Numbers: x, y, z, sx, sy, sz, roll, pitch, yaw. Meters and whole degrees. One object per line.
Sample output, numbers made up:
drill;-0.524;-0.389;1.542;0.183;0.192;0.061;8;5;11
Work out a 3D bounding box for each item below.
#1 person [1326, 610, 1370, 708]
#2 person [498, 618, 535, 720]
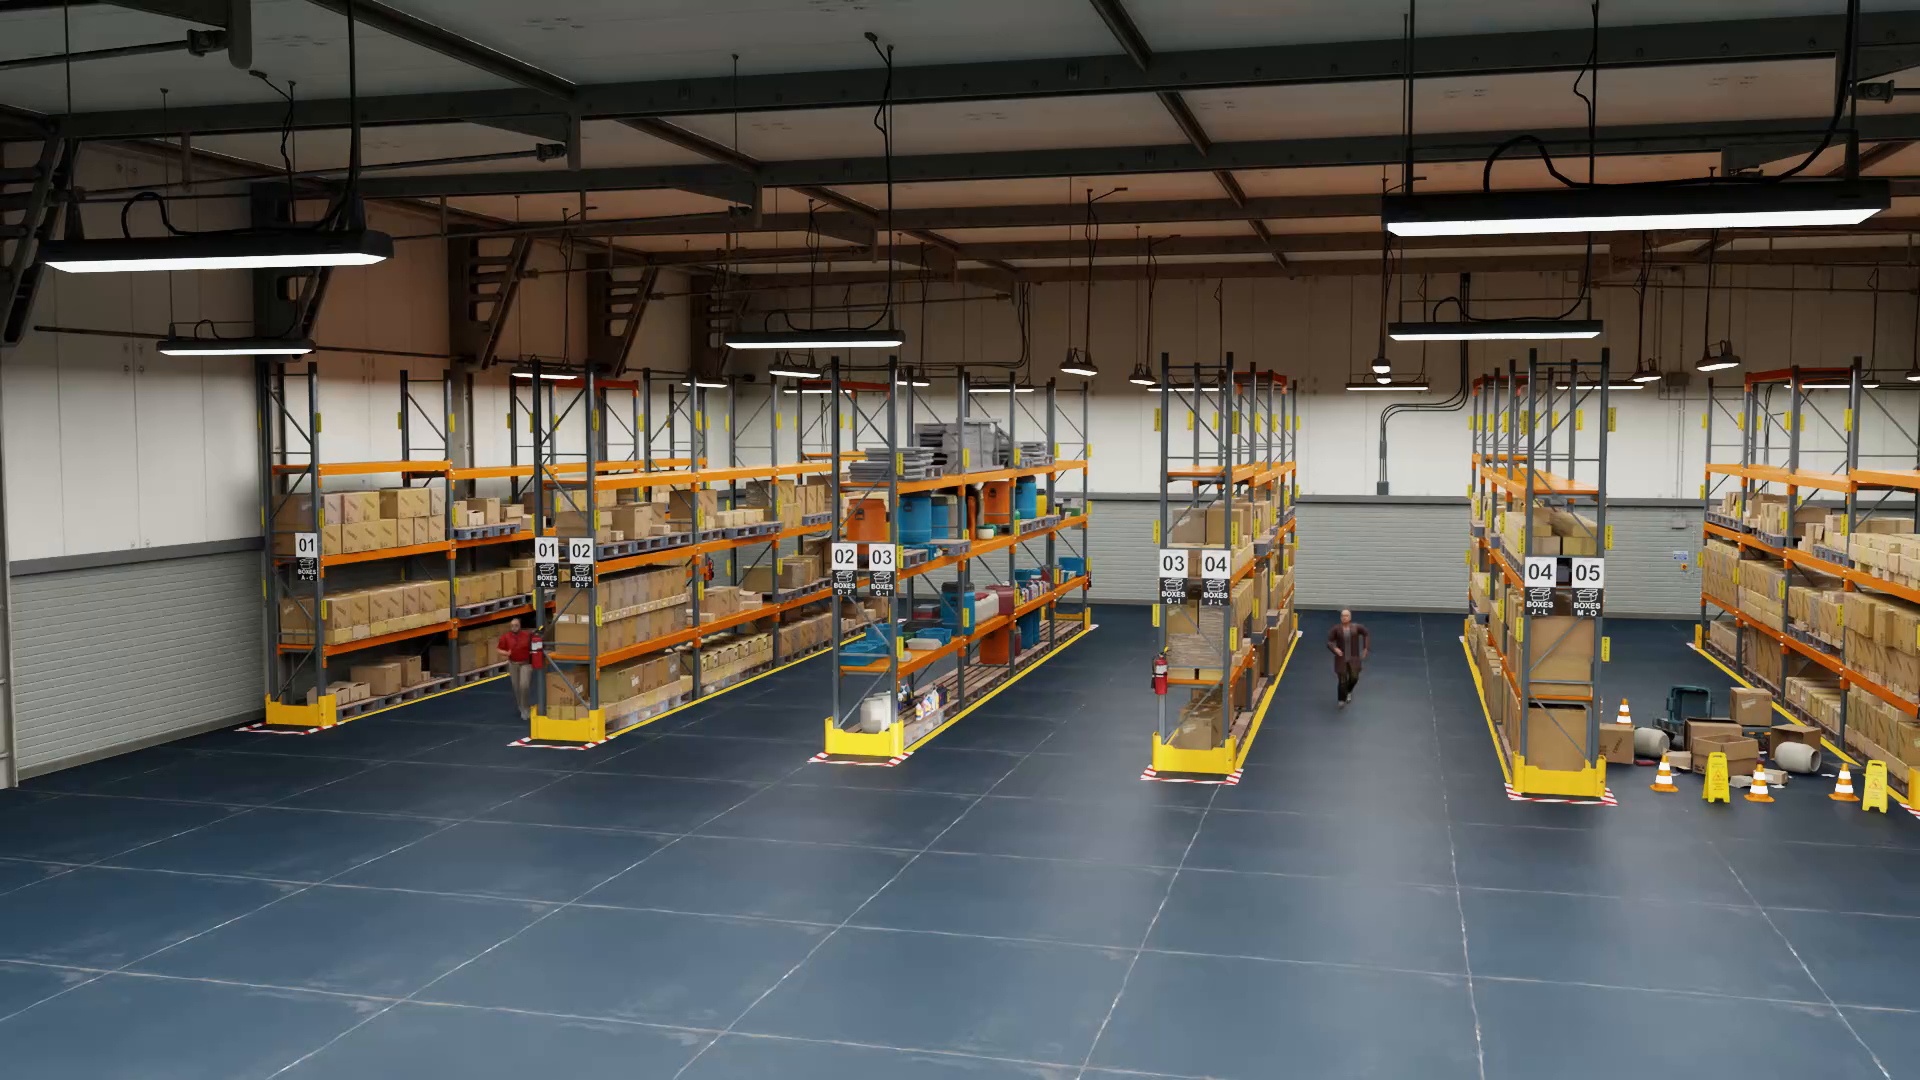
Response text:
person;6.787;2.090;29.074;0.756;1.736;0.759;1;4;10
person;-7.509;2.169;28.392;0.667;1.710;1.000;0;4;-1
